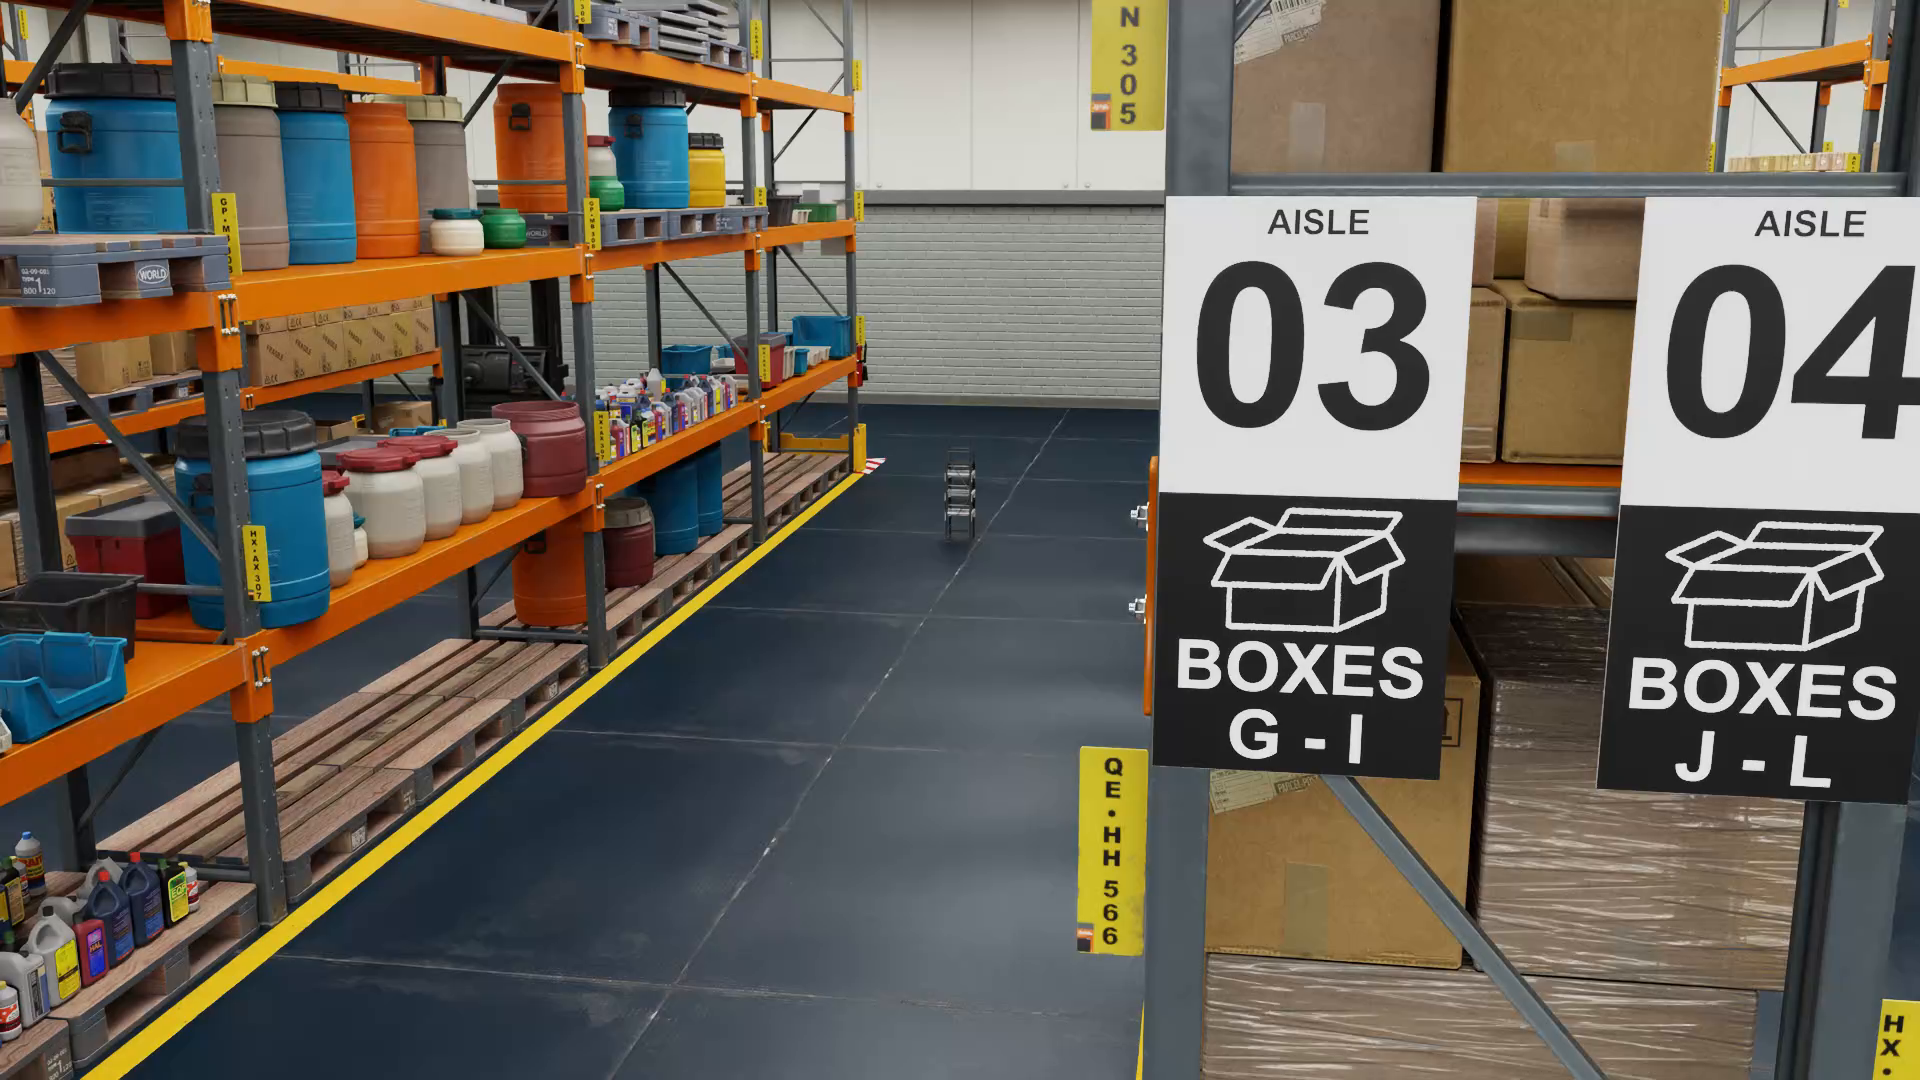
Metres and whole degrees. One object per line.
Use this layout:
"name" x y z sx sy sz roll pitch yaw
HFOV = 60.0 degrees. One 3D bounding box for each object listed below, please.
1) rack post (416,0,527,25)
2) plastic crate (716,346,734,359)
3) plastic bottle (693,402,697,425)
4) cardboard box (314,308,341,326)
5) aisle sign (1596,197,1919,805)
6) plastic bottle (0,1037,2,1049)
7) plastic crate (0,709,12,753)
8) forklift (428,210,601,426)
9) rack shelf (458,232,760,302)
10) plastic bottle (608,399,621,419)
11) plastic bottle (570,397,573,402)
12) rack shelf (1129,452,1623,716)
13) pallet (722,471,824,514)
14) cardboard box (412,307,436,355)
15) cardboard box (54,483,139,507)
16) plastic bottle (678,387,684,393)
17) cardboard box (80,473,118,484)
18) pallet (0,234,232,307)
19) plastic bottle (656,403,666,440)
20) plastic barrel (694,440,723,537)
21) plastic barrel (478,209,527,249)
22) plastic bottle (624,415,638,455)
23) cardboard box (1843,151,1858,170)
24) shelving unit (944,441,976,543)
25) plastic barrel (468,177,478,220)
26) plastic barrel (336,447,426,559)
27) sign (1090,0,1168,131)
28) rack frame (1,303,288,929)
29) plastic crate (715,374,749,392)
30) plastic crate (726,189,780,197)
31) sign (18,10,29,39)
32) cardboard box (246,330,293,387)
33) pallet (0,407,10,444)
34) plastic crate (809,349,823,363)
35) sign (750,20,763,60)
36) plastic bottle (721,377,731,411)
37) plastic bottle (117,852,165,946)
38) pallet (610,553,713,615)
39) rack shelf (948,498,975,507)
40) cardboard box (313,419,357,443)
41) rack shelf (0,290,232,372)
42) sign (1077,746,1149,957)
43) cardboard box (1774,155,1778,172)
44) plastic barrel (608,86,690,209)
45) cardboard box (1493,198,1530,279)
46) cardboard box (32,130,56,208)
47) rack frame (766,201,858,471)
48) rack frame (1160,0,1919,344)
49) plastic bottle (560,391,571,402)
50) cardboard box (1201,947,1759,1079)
"rack post" -3.289 -3.229 8.397 1.013 1.000 3.121 2 12 9
"plastic crate" -2.273 -1.854 16.986 0.416 0.233 0.300 2 12 9
"plastic bottle" -2.163 -1.027 13.368 0.097 0.201 0.097 0 12 0
"cardboard box" -6.662 -2.453 16.902 0.500 0.500 0.500 2 12 7
"aisle sign" 1.059 -0.041 2.148 0.394 0.787 0.004 2 12 9
"plastic bottle" -3.436 1.664 5.840 0.097 0.271 0.097 0 12 0
"plastic crate" -3.506 0.690 5.556 0.530 0.136 0.437 2 12 9
"forklift" -4.582 -1.719 16.270 1.130 2.935 3.031 3 12 12
"rack shelf" -2.584 -2.149 12.690 1.077 0.370 4.000 2 12 9
"plastic bottle" -2.776 -1.029 13.374 0.097 0.201 0.097 0 12 0
"plastic bottle" -3.026 -0.963 12.877 0.061 0.283 0.133 2 12 9
"rack shelf" 1.079 -0.323 4.218 1.077 0.370 4.000 2 12 9
"pallet" -2.017 -0.497 17.054 1.003 0.211 1.213 2 12 9
"cardboard box" -6.355 -2.392 18.990 0.500 0.500 0.500 2 12 10
"cardboard box" -7.201 -0.180 13.856 0.500 0.500 0.500 1 12 7
"plastic bottle" -2.278 -1.115 13.607 0.097 0.271 0.097 0 12 0
"cardboard box" -7.641 -0.297 14.398 0.500 0.500 0.500 2 12 9
"pallet" -3.521 -1.006 6.127 1.213 0.211 1.003 2 12 9
"plastic bottle" -2.283 -0.899 12.605 0.097 0.271 0.097 0 12 0
"plastic barrel" -2.377 -0.518 14.516 0.600 0.901 0.708 2 12 9
"plastic barrel" -2.879 -1.956 10.453 0.294 0.245 0.294 0 12 0
"plastic bottle" -2.369 -0.763 11.950 0.061 0.283 0.133 2 12 9
"cardboard box" 7.280 -3.015 13.223 0.380 0.149 0.250 1 12 6
"shelving unit" 0.001 -0.442 15.163 0.258 0.900 0.210 2 12 9
"plastic barrel" -3.242 -2.084 10.417 0.421 0.512 0.421 0 12 0
"plastic barrel" -3.030 -0.197 8.720 0.433 0.535 0.433 0 12 0
"sign" 0.226 -0.714 2.220 0.100 0.325 0.005 2 12 9
"rack frame" -3.507 0.214 7.135 1.000 3.000 0.127 2 12 9
"plastic crate" -2.064 -1.444 15.312 0.396 0.136 0.243 2 12 9
"plastic crate" -2.168 -3.410 16.982 0.504 0.338 0.767 2 12 9
"sign" -10.917 -6.012 19.381 0.100 0.325 0.005 2 12 9
"cardboard box" -6.823 -1.758 16.051 0.500 0.500 0.500 2 12 10
"pallet" -7.751 -0.829 12.432 1.213 0.211 1.003 2 12 9
"plastic crate" -1.667 -1.948 17.655 0.396 0.136 0.243 2 12 9
"sign" -1.733 -4.263 14.168 0.100 0.325 0.005 2 12 9
"plastic bottle" -2.008 -1.252 14.215 0.061 0.283 0.133 2 12 9
"plastic bottle" -3.321 1.438 6.702 0.144 0.351 0.185 2 12 7
"pallet" -2.622 0.326 13.235 1.003 0.211 1.213 2 12 9
"rack shelf" 0.001 -0.321 15.189 0.258 0.077 0.200 2 12 9
"cardboard box" -6.887 -0.998 17.643 0.797 0.503 0.637 2 12 9
"rack shelf" -3.815 -0.484 4.963 1.077 0.370 4.000 2 12 9
"sign" 0.226 0.465 2.474 0.100 0.325 0.005 2 12 9
"cardboard box" 7.575 -3.391 14.969 0.380 0.149 0.250 2 12 11
"plastic barrel" -2.388 -3.007 12.778 0.600 0.901 0.708 2 12 9
"cardboard box" 1.095 -0.538 2.914 0.380 0.149 0.250 2 12 8
"cardboard box" -7.523 -3.001 13.465 0.600 0.600 0.600 1 12 6
"rack frame" -1.661 -2.284 18.726 1.000 3.000 0.127 2 12 9
"rack frame" 0.772 -1.725 1.894 1.000 3.000 0.127 2 12 9
"plastic bottle" -3.010 -0.962 12.710 0.144 0.351 0.185 2 12 9
"cardboard box" 0.884 0.900 3.012 0.875 0.500 0.500 2 12 9
